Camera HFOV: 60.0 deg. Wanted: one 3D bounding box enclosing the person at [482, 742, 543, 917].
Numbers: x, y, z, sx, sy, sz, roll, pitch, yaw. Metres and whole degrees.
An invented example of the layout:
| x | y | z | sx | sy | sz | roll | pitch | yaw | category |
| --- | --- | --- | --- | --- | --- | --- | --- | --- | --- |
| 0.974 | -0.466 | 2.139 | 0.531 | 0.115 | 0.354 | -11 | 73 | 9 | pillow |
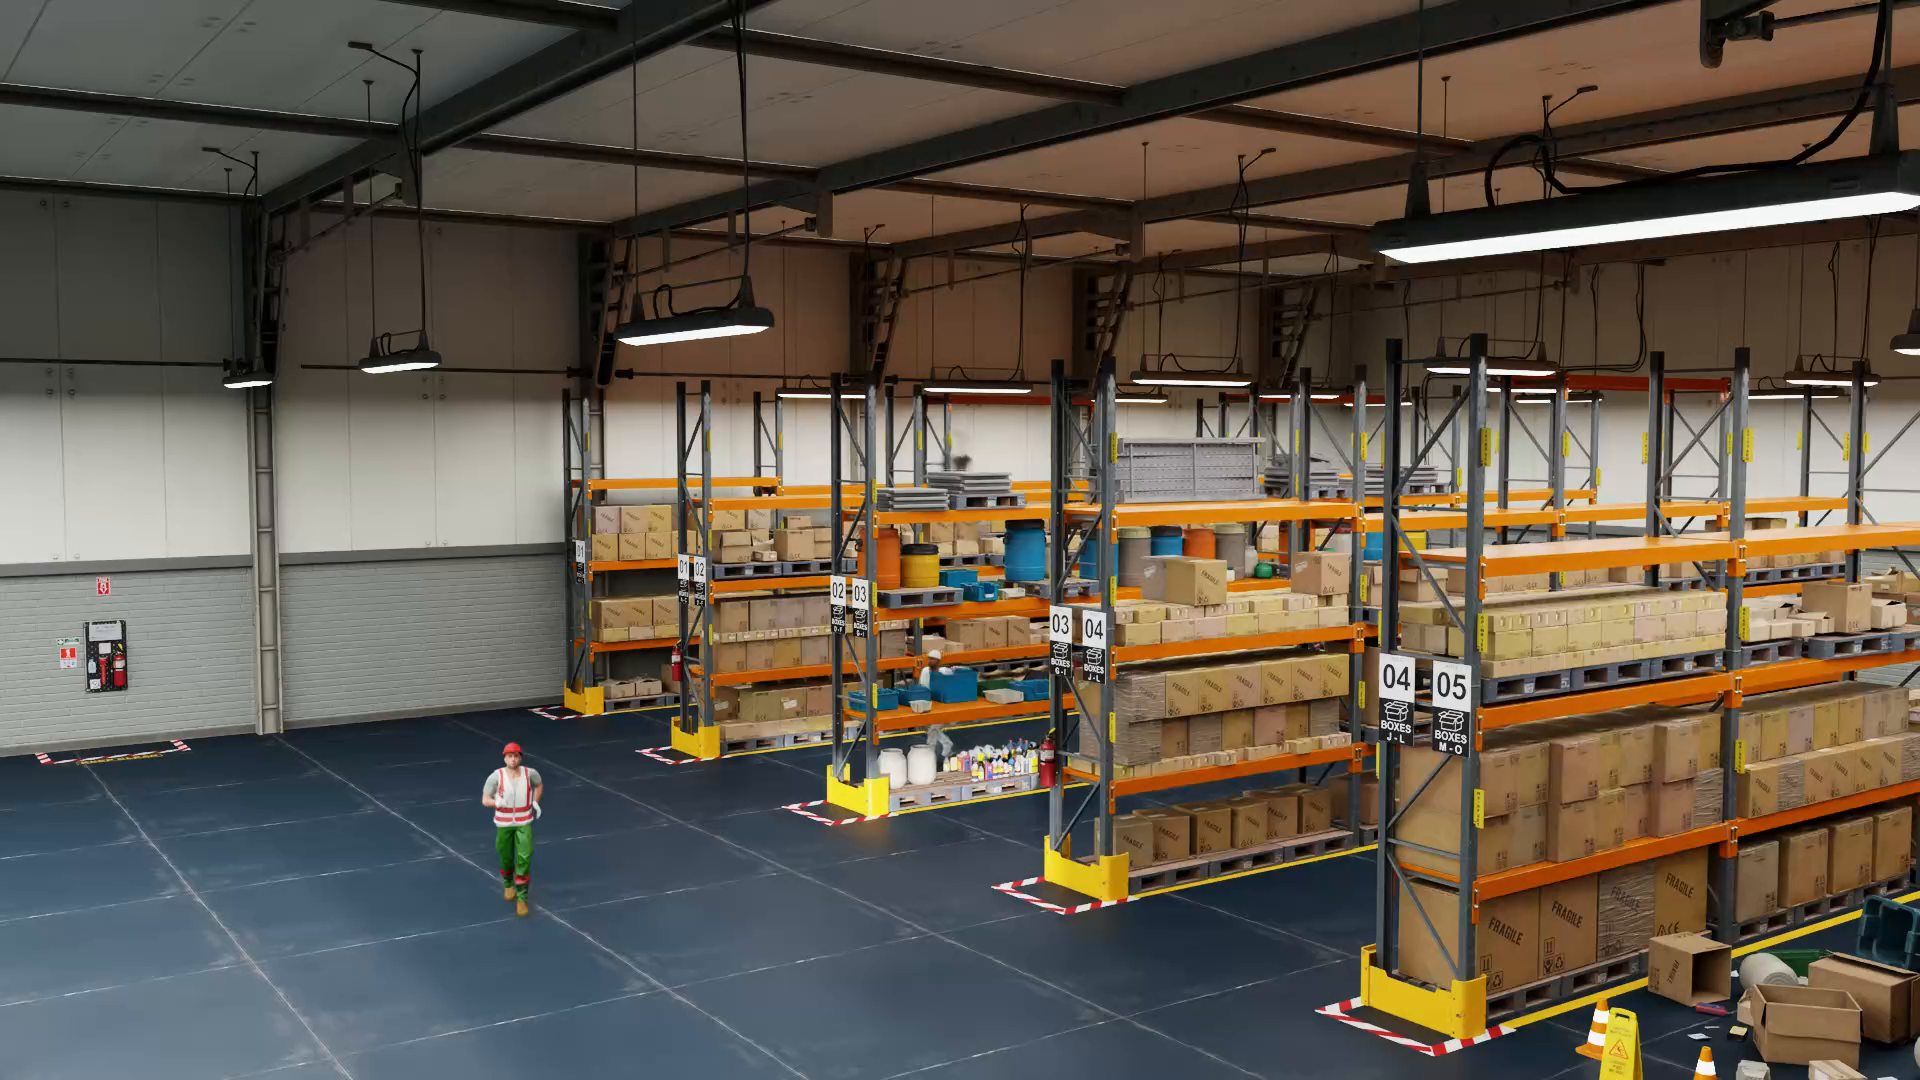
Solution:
| x | y | z | sx | sy | sz | roll | pitch | yaw | category |
| --- | --- | --- | --- | --- | --- | --- | --- | --- | --- |
| -4.818 | 3.080 | 17.958 | 0.648 | 1.794 | 0.882 | -1 | 4 | -18 | person |

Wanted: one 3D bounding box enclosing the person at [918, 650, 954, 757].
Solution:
| x | y | z | sx | sy | sz | roll | pitch | yaw | category |
| --- | --- | --- | --- | --- | --- | --- | --- | --- | --- |
| -0.400 | 2.594 | 25.835 | 0.684 | 1.782 | 0.984 | 3 | 5 | 39 | person |
